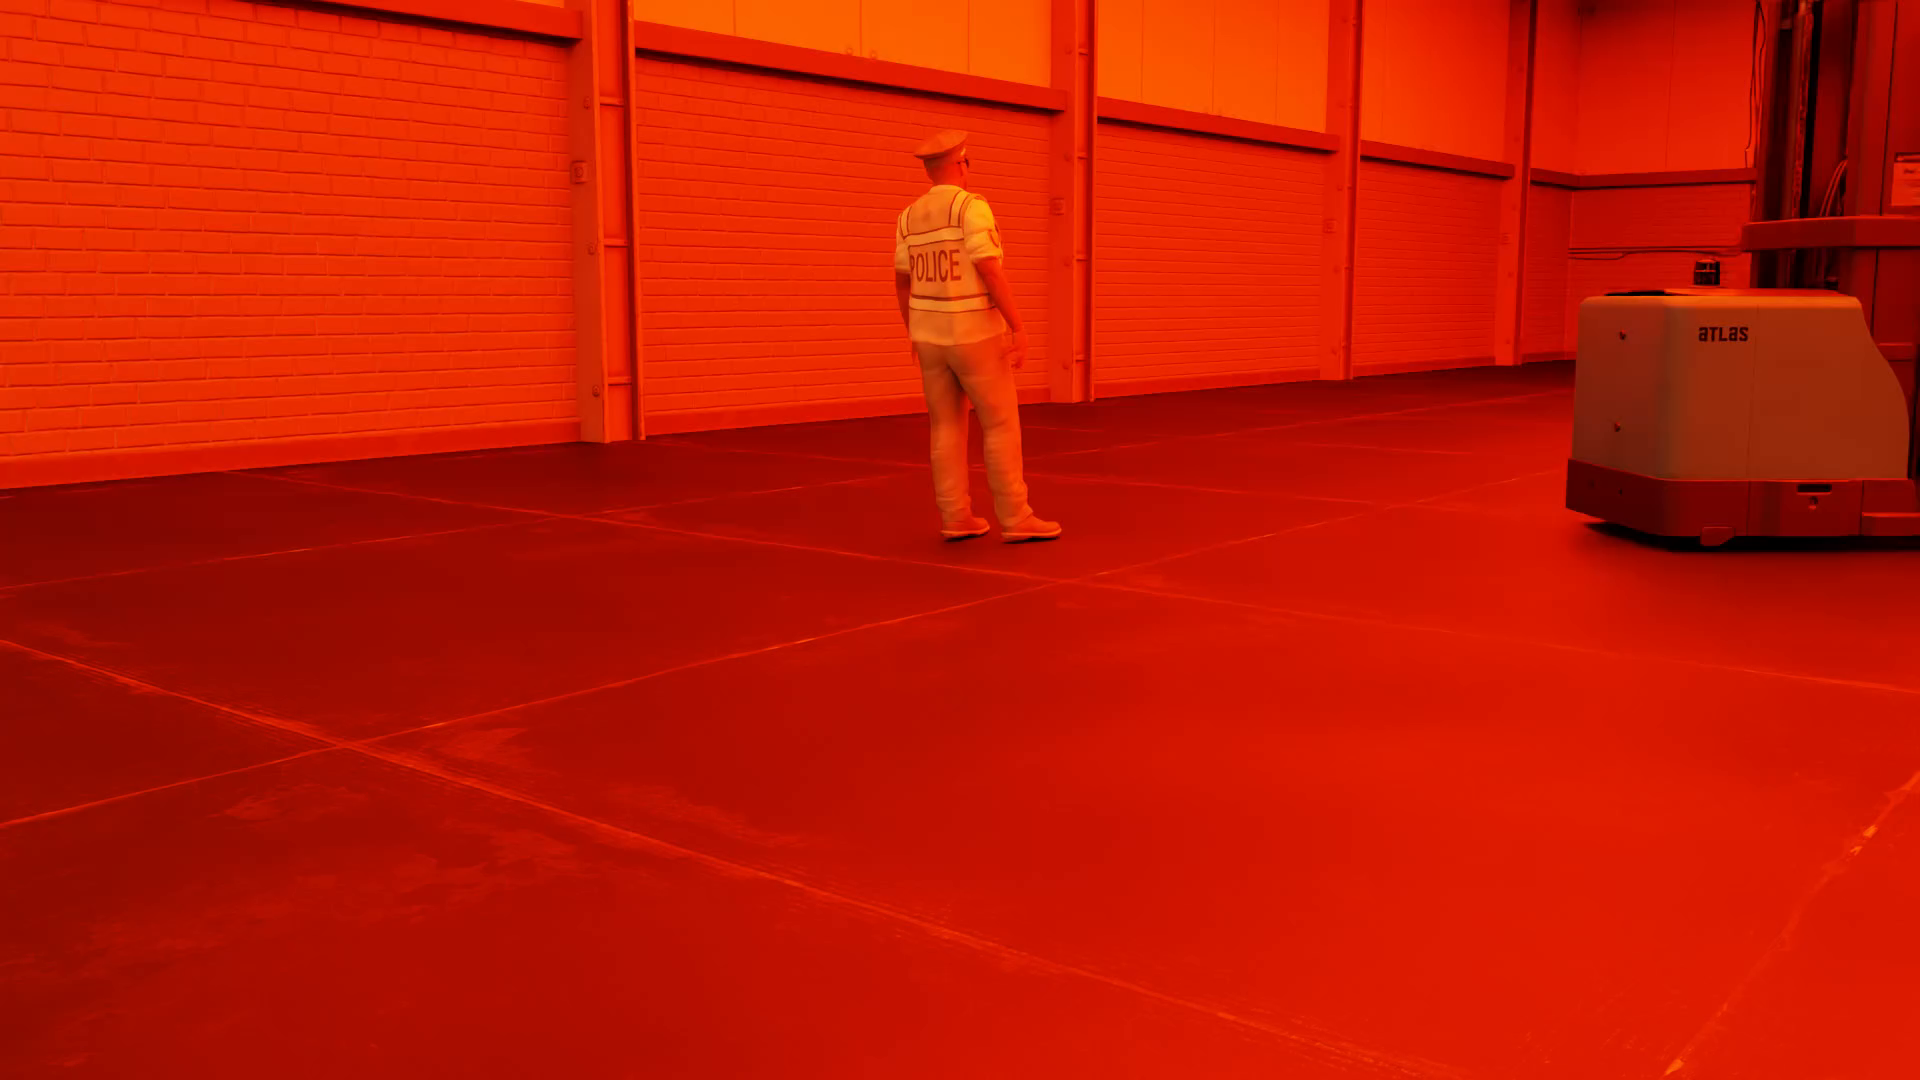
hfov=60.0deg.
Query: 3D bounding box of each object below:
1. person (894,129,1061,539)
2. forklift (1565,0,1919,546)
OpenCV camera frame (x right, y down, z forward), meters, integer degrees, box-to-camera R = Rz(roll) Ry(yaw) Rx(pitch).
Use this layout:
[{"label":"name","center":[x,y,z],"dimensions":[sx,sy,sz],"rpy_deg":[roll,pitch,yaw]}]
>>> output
[{"label":"person","center":[0.058,-0.897,7.328],"dimensions":[0.641,1.780,0.574],"rpy_deg":[7,11,38]},{"label":"forklift","center":[4.426,-1.478,7.384],"dimensions":[3.031,2.935,1.130],"rpy_deg":[0,8,-3]}]
